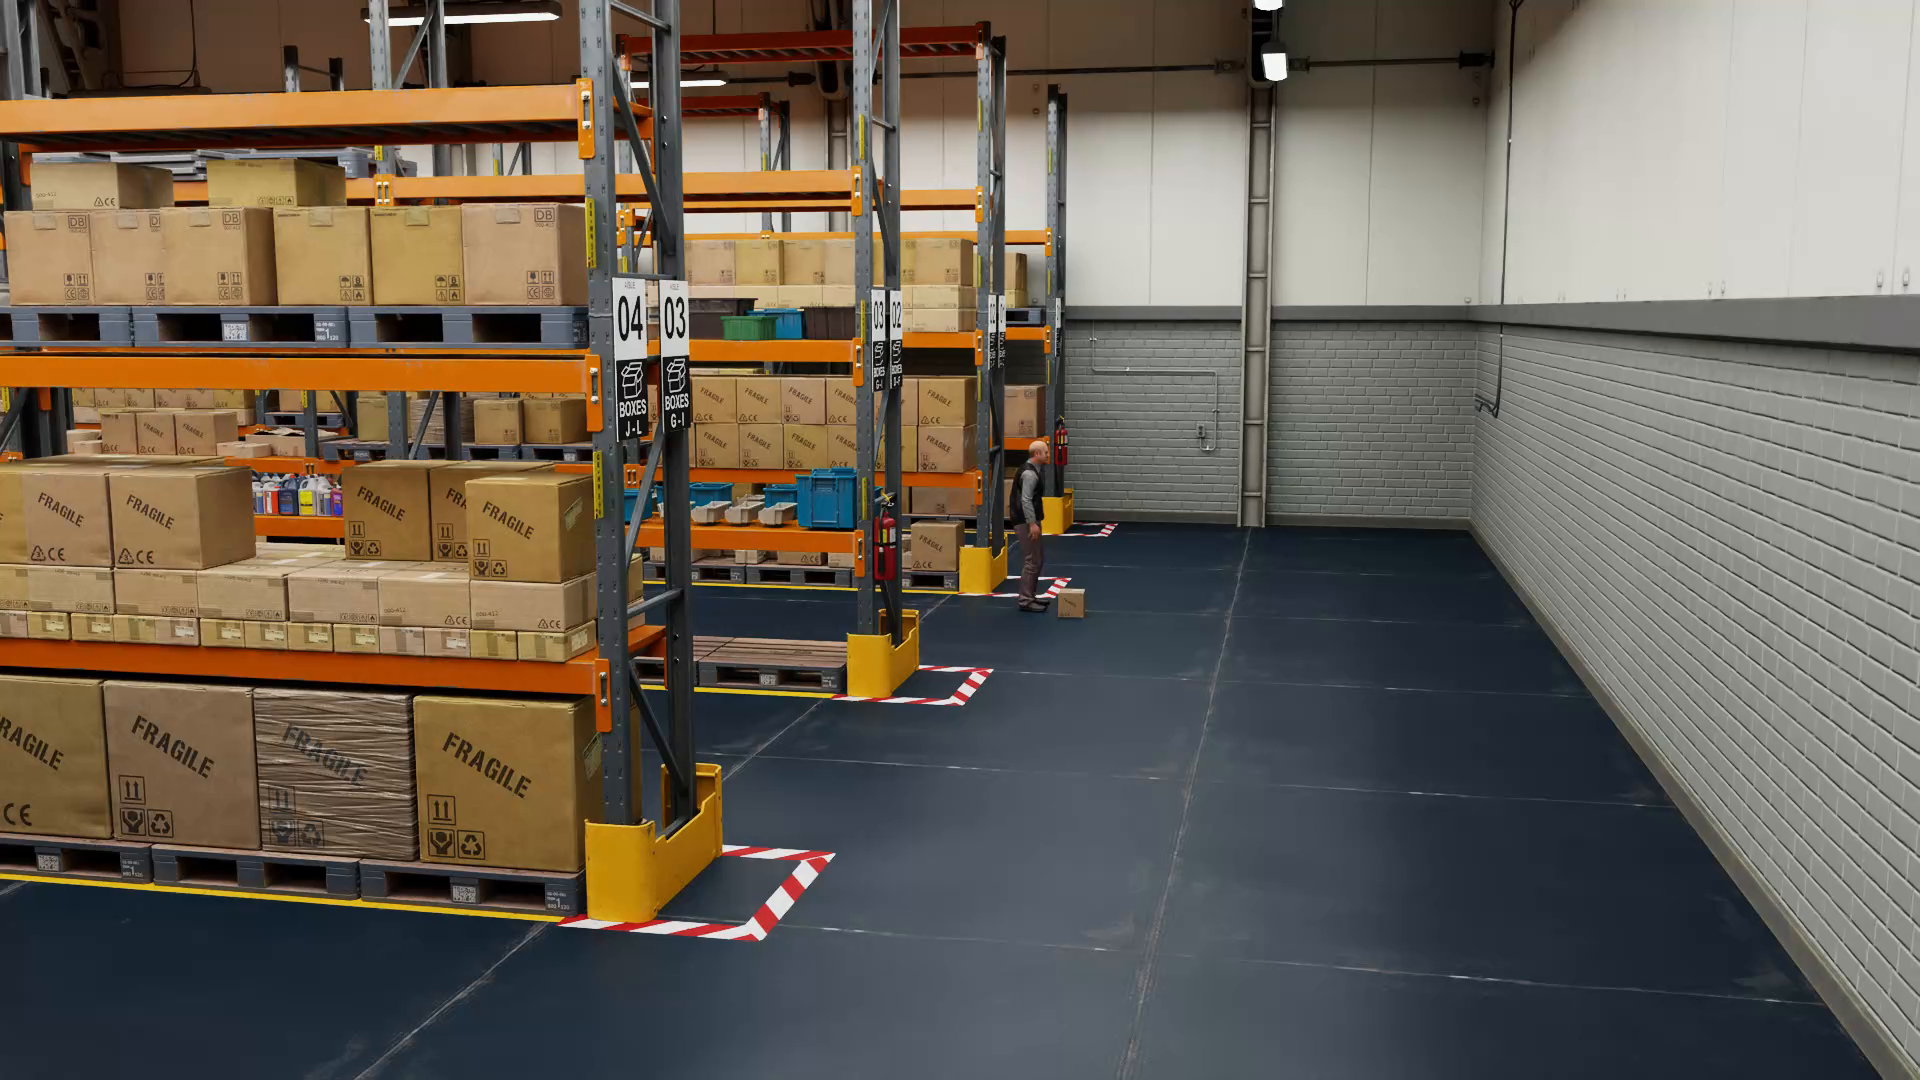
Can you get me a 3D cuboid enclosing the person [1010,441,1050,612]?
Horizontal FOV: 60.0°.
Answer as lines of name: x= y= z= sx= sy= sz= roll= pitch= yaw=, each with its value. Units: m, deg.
person: x=0.713 y=-0.154 z=17.010 sx=0.411 sy=1.721 sz=0.588 roll=1 pitch=8 yaw=7
